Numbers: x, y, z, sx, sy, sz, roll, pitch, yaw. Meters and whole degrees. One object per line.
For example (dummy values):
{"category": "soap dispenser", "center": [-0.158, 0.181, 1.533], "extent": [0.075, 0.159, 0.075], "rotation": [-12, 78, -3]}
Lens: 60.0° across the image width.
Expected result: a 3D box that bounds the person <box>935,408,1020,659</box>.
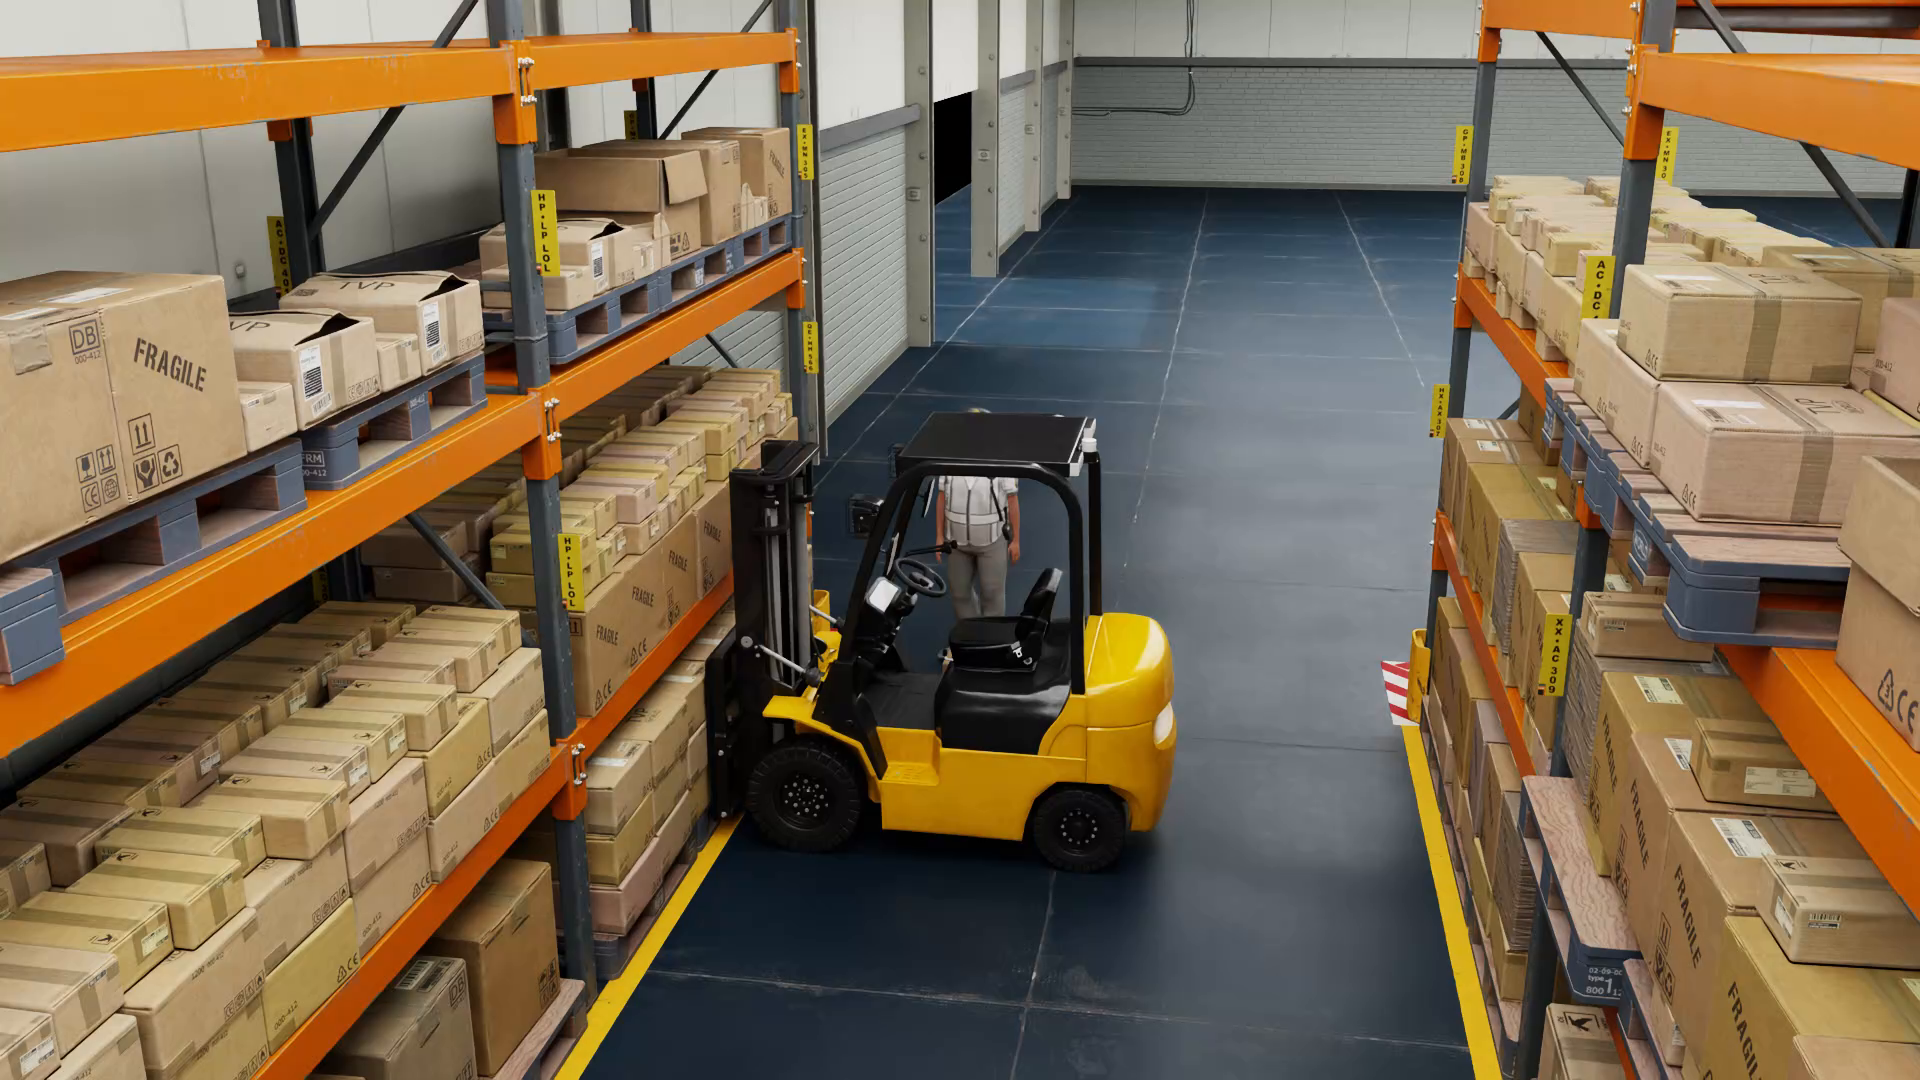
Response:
{"category": "person", "center": [0.109, -0.018, 11.008], "extent": [0.564, 1.778, 0.419], "rotation": [5, 18, 16]}
